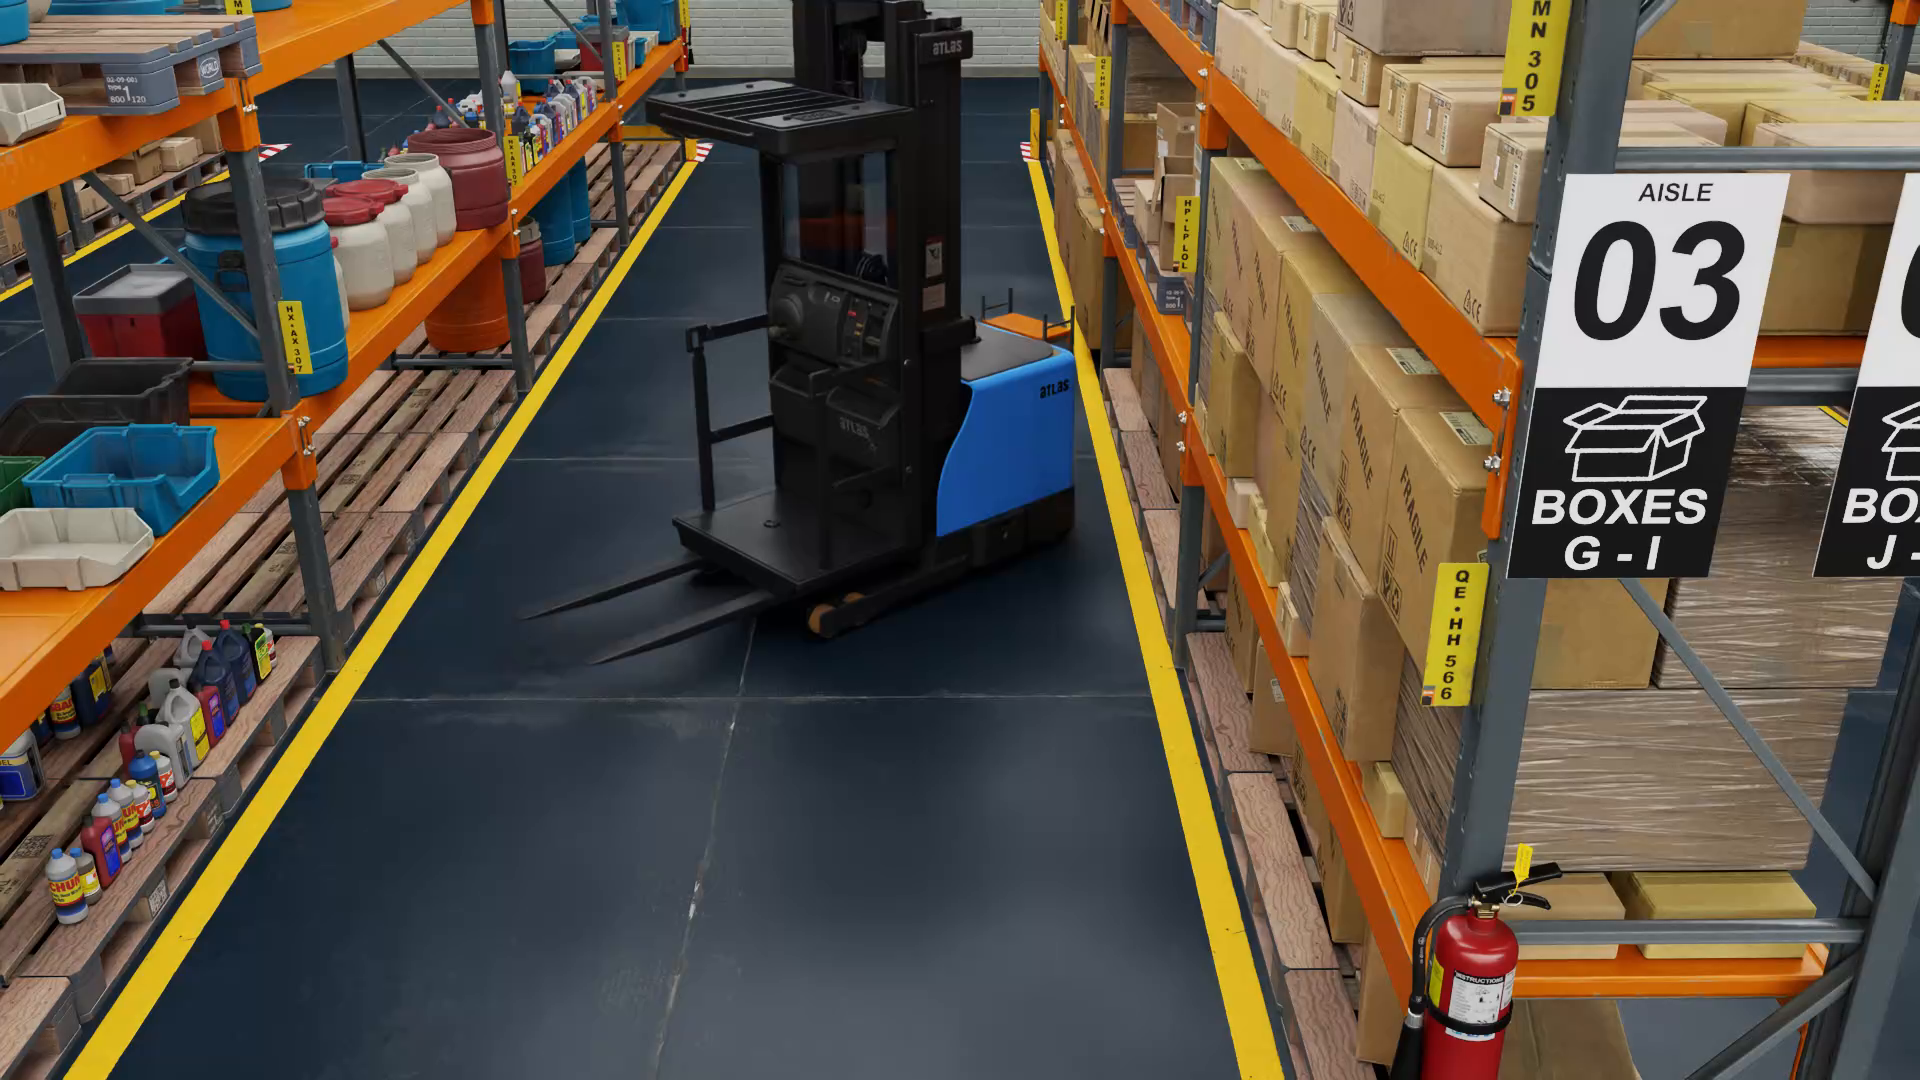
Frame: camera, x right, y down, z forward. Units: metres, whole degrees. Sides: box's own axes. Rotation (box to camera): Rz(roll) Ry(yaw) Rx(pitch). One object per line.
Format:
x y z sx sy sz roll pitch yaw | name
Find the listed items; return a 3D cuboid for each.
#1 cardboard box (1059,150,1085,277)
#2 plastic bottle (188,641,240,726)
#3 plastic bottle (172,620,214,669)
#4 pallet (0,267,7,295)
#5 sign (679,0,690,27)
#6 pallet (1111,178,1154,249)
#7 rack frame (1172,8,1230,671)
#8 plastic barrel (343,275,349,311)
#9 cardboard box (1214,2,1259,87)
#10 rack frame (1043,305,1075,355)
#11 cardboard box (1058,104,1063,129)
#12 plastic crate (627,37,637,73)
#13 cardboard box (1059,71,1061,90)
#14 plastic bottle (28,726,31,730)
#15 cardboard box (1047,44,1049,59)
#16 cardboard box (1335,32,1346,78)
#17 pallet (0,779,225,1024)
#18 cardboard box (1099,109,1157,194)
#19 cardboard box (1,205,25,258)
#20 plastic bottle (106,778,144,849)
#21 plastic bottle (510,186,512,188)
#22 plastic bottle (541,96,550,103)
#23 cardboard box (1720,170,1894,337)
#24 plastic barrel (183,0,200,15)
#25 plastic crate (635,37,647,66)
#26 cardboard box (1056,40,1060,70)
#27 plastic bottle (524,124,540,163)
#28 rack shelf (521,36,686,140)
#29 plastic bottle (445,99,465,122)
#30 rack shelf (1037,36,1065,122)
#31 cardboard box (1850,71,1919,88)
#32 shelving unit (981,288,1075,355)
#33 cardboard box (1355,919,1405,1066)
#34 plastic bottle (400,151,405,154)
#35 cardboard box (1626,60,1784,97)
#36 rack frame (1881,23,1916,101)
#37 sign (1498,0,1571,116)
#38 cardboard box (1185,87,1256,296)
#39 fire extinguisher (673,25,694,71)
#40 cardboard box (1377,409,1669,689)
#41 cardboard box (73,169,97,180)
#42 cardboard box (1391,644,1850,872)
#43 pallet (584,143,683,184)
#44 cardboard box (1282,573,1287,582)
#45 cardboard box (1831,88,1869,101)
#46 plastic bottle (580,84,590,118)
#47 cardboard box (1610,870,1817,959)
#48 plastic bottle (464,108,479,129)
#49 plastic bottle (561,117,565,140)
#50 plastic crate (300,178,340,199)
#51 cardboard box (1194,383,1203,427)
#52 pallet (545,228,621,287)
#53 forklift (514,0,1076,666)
1.469 -2.663 13.567 1.225 0.875 0.875 -1 24 -2 | cardboard box
-3.137 0.597 6.972 0.144 0.351 0.185 -1 24 -3 | plastic bottle
-3.283 0.518 7.145 0.144 0.351 0.185 0 24 -1 | plastic bottle
-8.411 -1.919 13.238 1.003 0.211 1.213 0 24 -1 | pallet
-3.015 -5.781 18.195 0.100 0.325 0.005 0 24 -1 | sign
1.589 -2.043 10.360 1.213 0.211 1.003 0 24 -1 | pallet
1.519 -0.775 7.324 1.000 3.000 0.127 0 24 -1 | rack frame
-3.295 -1.236 8.511 0.301 0.262 0.301 0 24 0 | plastic barrel
1.267 -1.887 6.325 0.500 0.250 0.500 -1 24 -3 | cardboard box
0.546 -0.719 9.384 0.240 1.200 0.015 -21 32 -39 | rack frame
1.485 -4.305 17.197 0.875 0.875 0.875 0 24 -1 | cardboard box
-3.354 -4.653 15.969 0.437 0.282 0.530 0 24 -1 | plastic crate
1.097 -4.188 15.174 0.380 0.149 0.250 0 24 0 | cardboard box
-3.799 0.762 6.701 0.097 0.271 0.097 0 24 0 | plastic bottle
1.078 -4.928 16.811 0.380 0.149 0.250 -1 24 -1 | cardboard box
1.284 -1.369 4.696 0.380 0.149 0.250 -1 24 -3 | cardboard box
-3.452 1.298 6.123 1.003 0.211 1.213 0 24 -1 | pallet
1.222 -2.671 11.395 0.500 0.500 0.500 0 24 1 | cardboard box
-8.185 -2.685 14.045 0.500 0.500 0.500 0 24 0 | cardboard box
-3.103 1.007 6.161 0.097 0.271 0.097 0 24 0 | plastic bottle
-3.159 -2.525 11.342 0.152 0.276 0.135 0 24 -1 | plastic bottle
-3.307 -3.408 13.301 0.097 0.271 0.097 0 24 0 | plastic bottle
1.815 -0.625 3.534 0.500 0.250 0.500 0 24 1 | cardboard box
-3.664 -2.826 7.611 0.600 0.901 0.600 0 24 0 | plastic barrel
-3.286 -4.804 16.362 0.416 0.233 0.300 0 24 -1 | plastic crate
1.156 -4.533 15.454 0.500 0.250 0.500 0 24 1 | cardboard box
-3.142 -2.911 12.203 0.097 0.271 0.097 0 24 0 | plastic bottle
-3.543 -4.546 16.534 1.077 0.370 4.000 0 24 -1 | rack shelf
-3.885 -3.211 12.771 0.144 0.351 0.185 0 24 -1 | plastic bottle
1.410 -4.568 16.583 1.077 0.370 4.000 0 24 -1 | rack shelf
6.618 -3.264 11.901 0.380 0.149 0.250 -1 24 -3 | cardboard box
0.378 -0.792 9.546 0.258 1.200 0.503 -21 32 -39 | shelving unit
1.531 1.317 5.222 0.500 0.500 0.500 6 25 13 | cardboard box
-3.894 -2.618 11.640 0.097 0.201 0.097 0 24 0 | plastic bottle
1.828 -1.145 4.200 0.380 0.149 0.250 0 24 -1 | cardboard box
6.436 -2.404 10.926 1.000 3.000 0.127 0 24 -1 | rack frame
1.007 -0.903 2.892 0.100 0.325 0.005 0 24 -1 | sign
1.650 -1.568 7.839 1.000 1.000 1.000 0 24 0 | cardboard box
-3.112 -5.557 18.443 0.296 0.674 0.183 0 24 -1 | fire extinguisher
1.309 0.011 3.891 0.500 0.500 0.500 0 24 -1 | cardboard box
-8.772 -3.547 16.181 0.500 0.311 0.500 0 24 -1 | cardboard box
1.584 0.465 4.099 0.875 0.500 0.500 0 24 -1 | cardboard box
-3.595 -4.087 18.031 1.003 0.211 1.213 0 24 -1 | pallet
1.298 0.150 5.583 0.380 0.149 0.250 0 24 -1 | cardboard box
5.972 -2.952 11.211 0.380 0.149 0.250 -1 24 -3 | cardboard box
-3.190 -3.682 13.901 0.152 0.276 0.135 0 24 -1 | plastic bottle
1.798 0.869 3.994 0.380 0.149 0.250 0 24 -1 | cardboard box
-3.764 -3.194 12.828 0.097 0.271 0.097 0 24 0 | plastic bottle
-3.152 -3.241 13.017 0.097 0.201 0.097 0 24 0 | plastic bottle
-3.766 -1.763 9.431 0.402 0.464 0.583 0 24 -1 | plastic crate
1.220 -0.571 7.177 0.380 0.149 0.250 0 24 -1 | cardboard box
-3.555 -2.461 14.435 1.003 0.211 1.213 0 24 -1 | pallet
-0.789 -1.094 8.113 3.031 2.935 1.130 -21 32 -38 | forklift
